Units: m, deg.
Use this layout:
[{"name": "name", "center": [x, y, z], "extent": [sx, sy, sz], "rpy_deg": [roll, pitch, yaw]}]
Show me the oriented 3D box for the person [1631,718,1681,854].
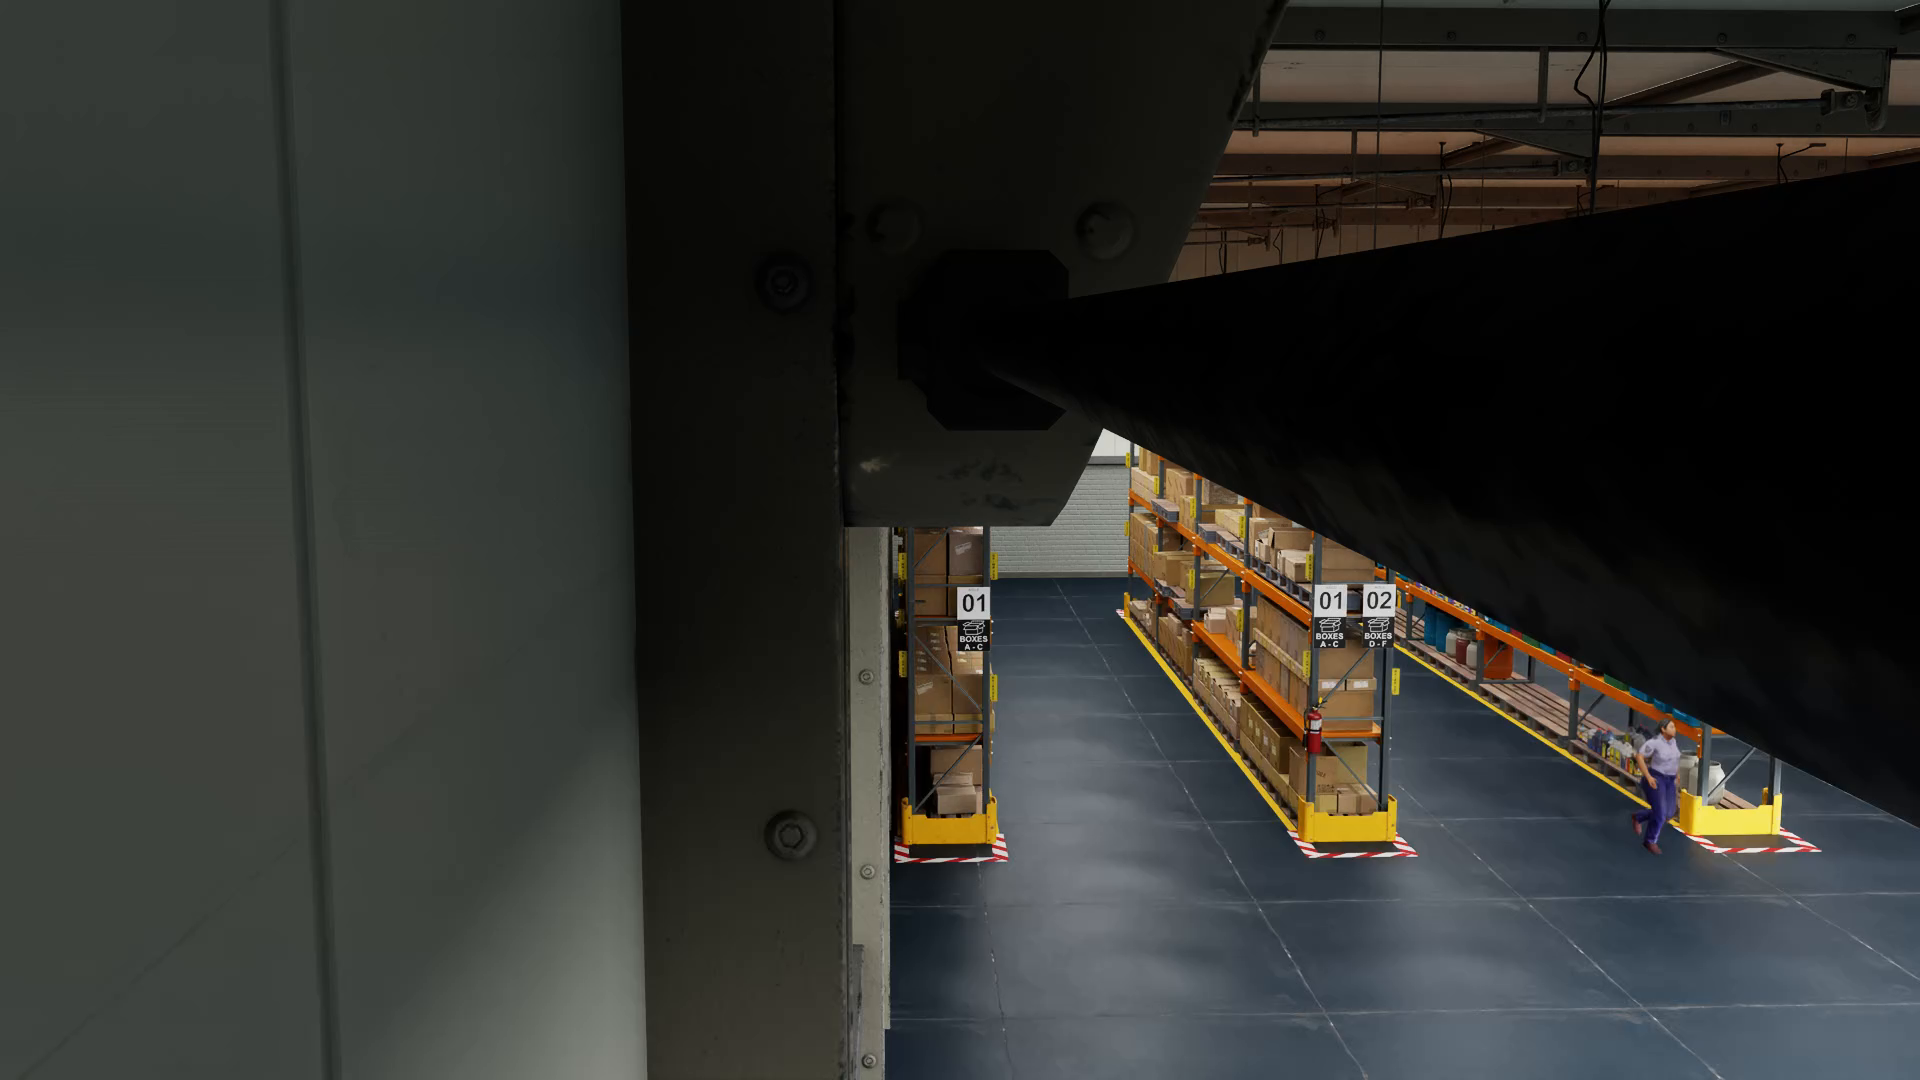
[{"name": "person", "center": [8.519, 2.969, 20.345], "extent": [0.654, 1.612, 0.609], "rpy_deg": [-4, 8, -29]}]
